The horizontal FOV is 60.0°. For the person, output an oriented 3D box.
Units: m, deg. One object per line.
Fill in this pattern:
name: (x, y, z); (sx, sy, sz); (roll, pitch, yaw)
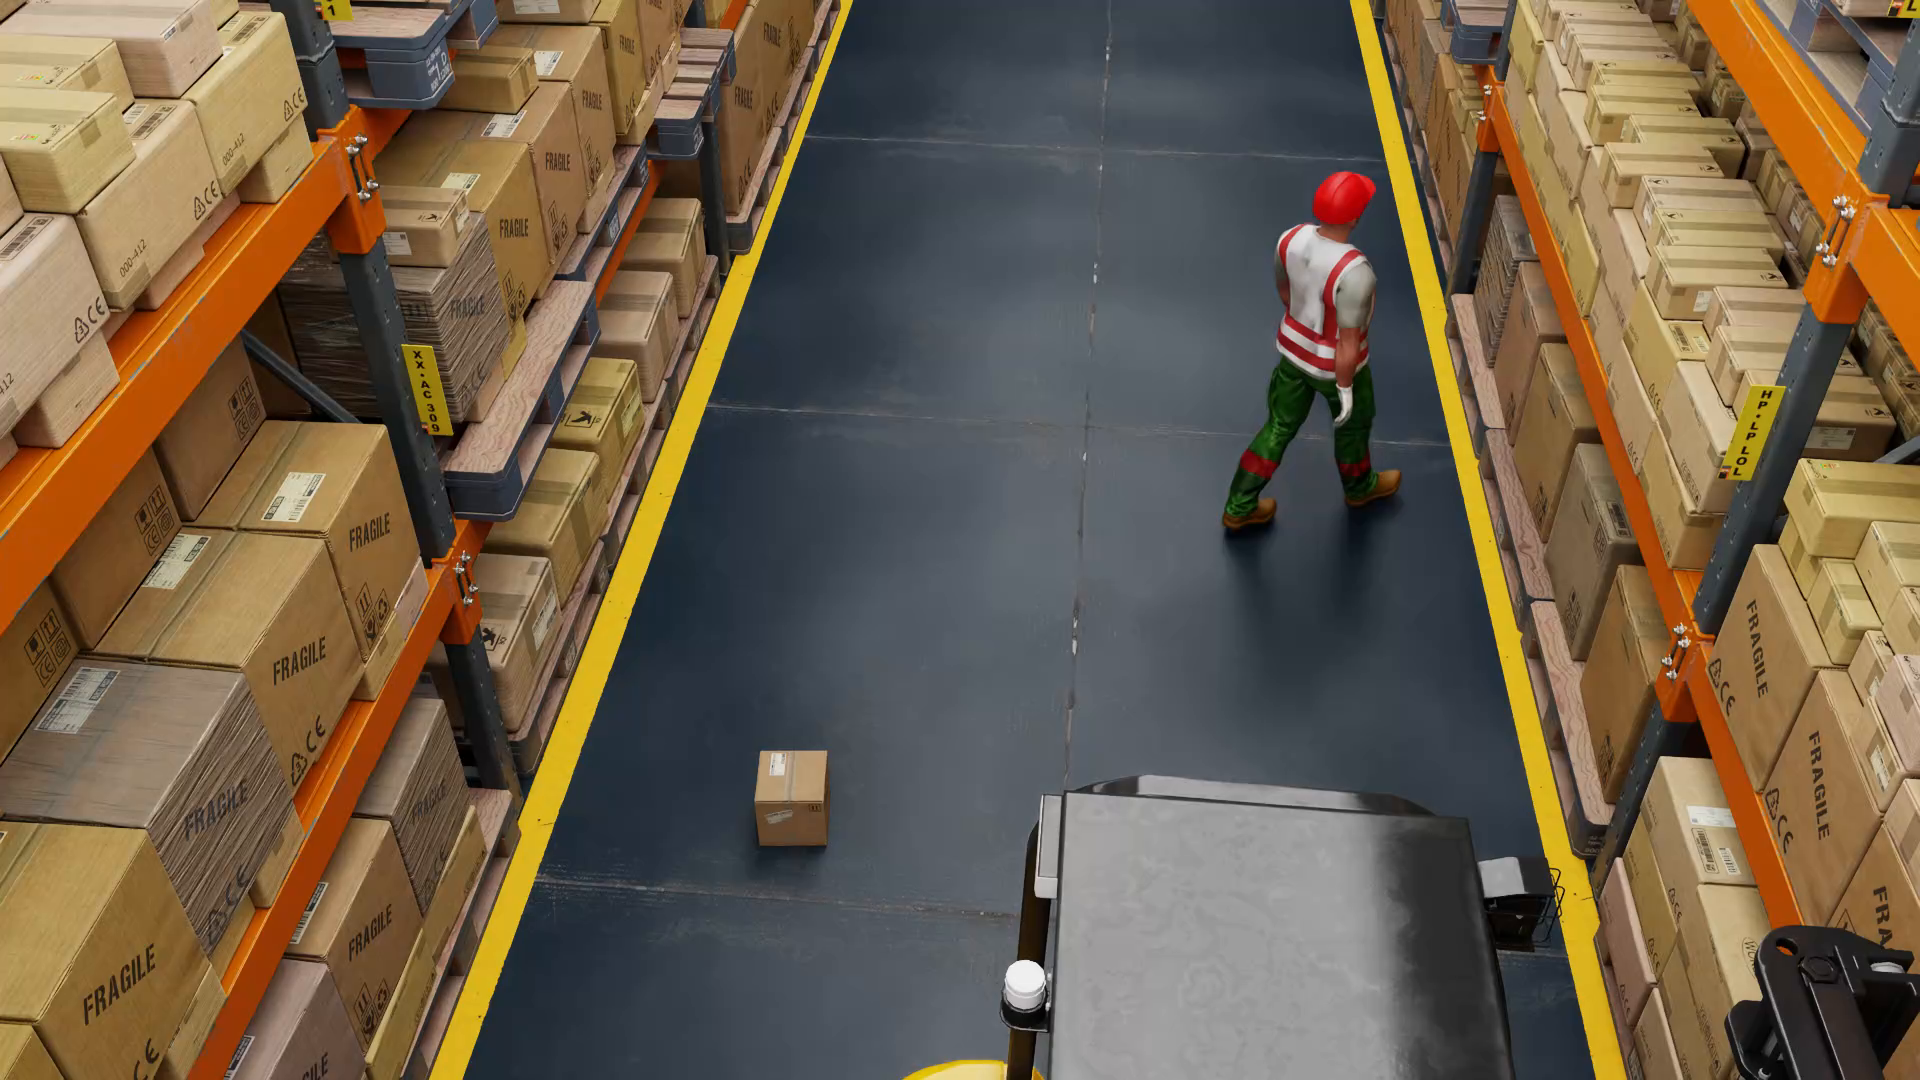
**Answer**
person: (1.612, -0.824, 7.130); (0.902, 1.756, 0.573); (-25, 46, -27)
